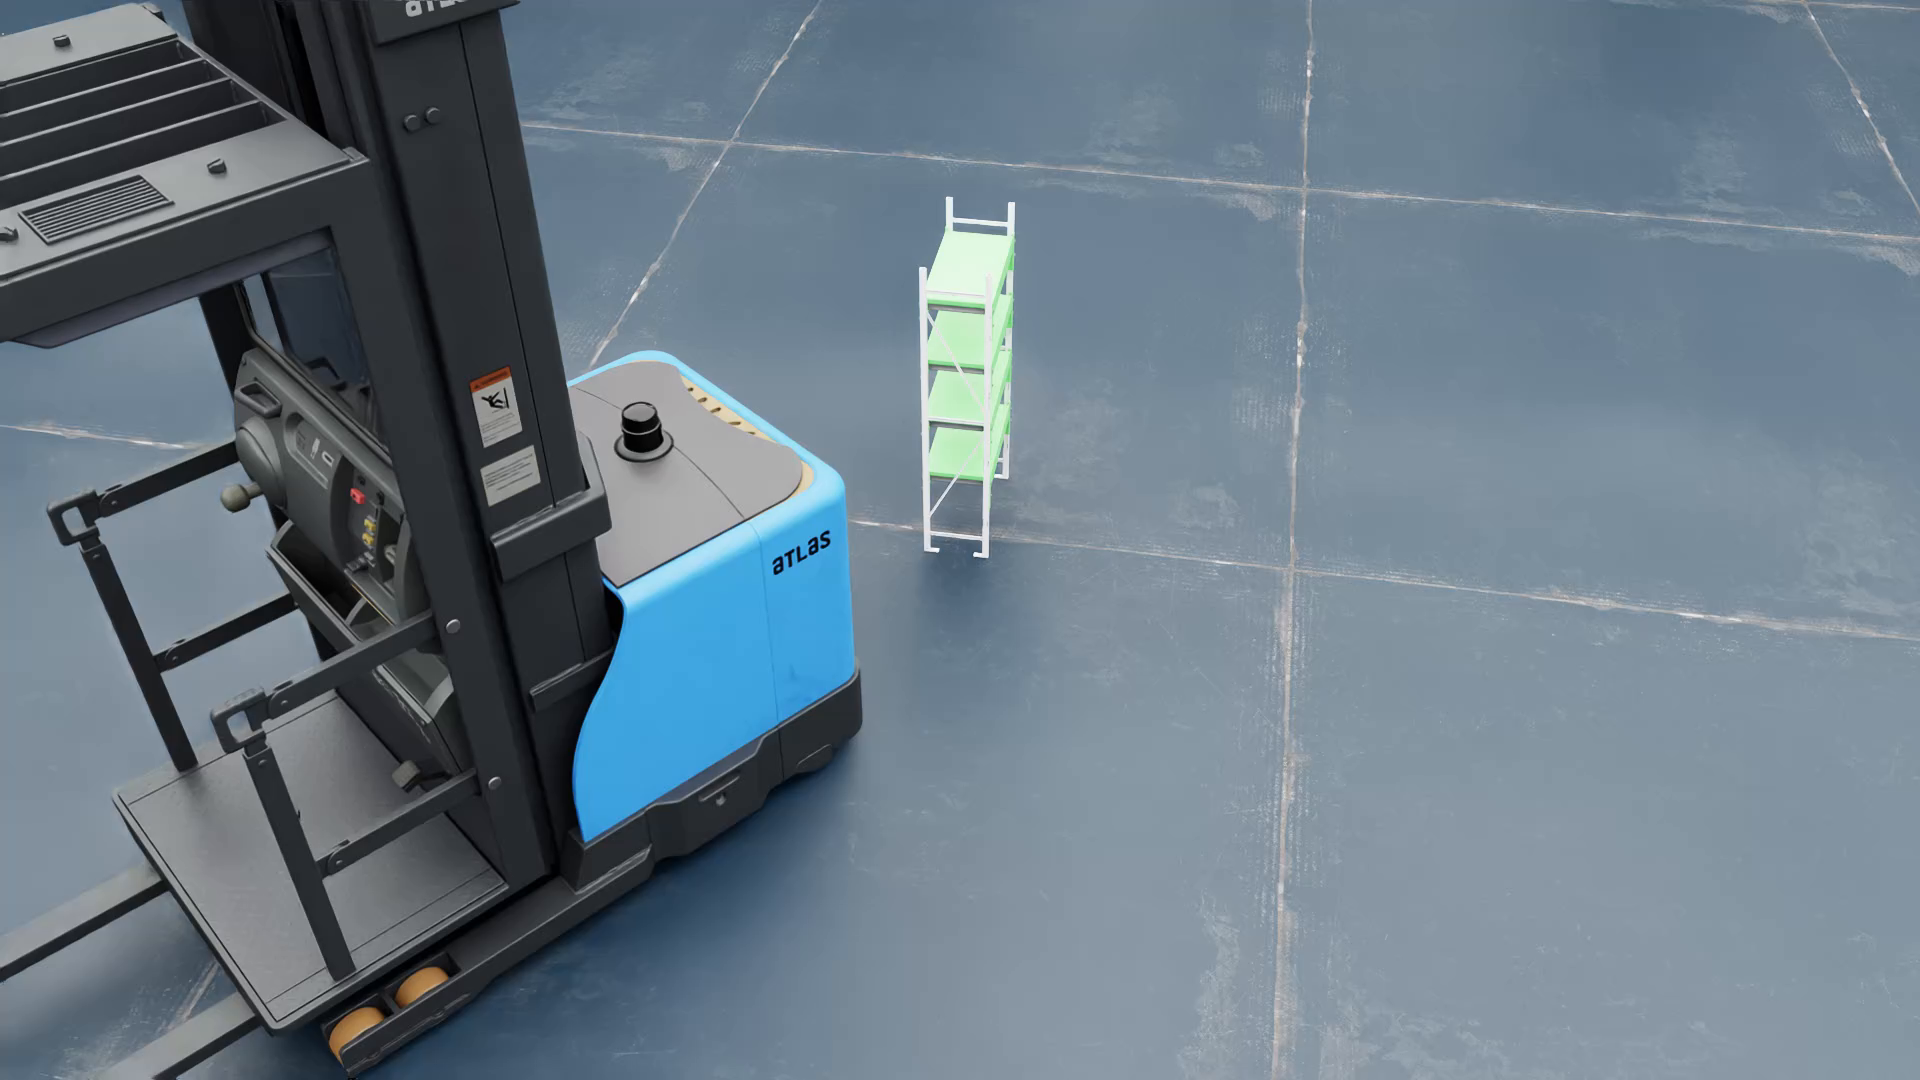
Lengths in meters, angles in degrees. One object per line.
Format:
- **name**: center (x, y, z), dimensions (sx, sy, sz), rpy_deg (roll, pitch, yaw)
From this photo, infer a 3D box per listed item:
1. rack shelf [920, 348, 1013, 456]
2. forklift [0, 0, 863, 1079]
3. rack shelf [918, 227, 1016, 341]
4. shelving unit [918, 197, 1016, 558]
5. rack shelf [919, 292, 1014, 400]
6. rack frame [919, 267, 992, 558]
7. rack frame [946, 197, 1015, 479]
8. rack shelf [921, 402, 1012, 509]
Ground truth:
- **rack shelf**: center (0.029, -0.517, 6.034), dimensions (0.258, 0.148, 0.480), rpy_deg (6, 40, 8)
- **forklift**: center (-1.744, -0.074, 4.039), dimensions (3.031, 2.935, 1.130), rpy_deg (-30, 48, -31)
- **rack shelf**: center (0.029, -0.887, 5.728), dimensions (0.258, 0.148, 0.480), rpy_deg (6, 40, 8)
- **shelving unit**: center (0.029, -0.566, 5.993), dimensions (0.258, 1.200, 0.503), rpy_deg (6, 40, 8)
- **rack shelf**: center (0.029, -0.702, 5.881), dimensions (0.258, 0.148, 0.480), rpy_deg (6, 40, 8)
- **rack frame**: center (-0.014, -0.413, 5.808), dimensions (0.240, 1.200, 0.015), rpy_deg (6, 40, 8)
- **rack frame**: center (0.071, -0.719, 6.179), dimensions (0.240, 1.200, 0.015), rpy_deg (6, 40, 8)
- **rack shelf**: center (0.029, -0.332, 6.187), dimensions (0.258, 0.148, 0.480), rpy_deg (6, 40, 8)
